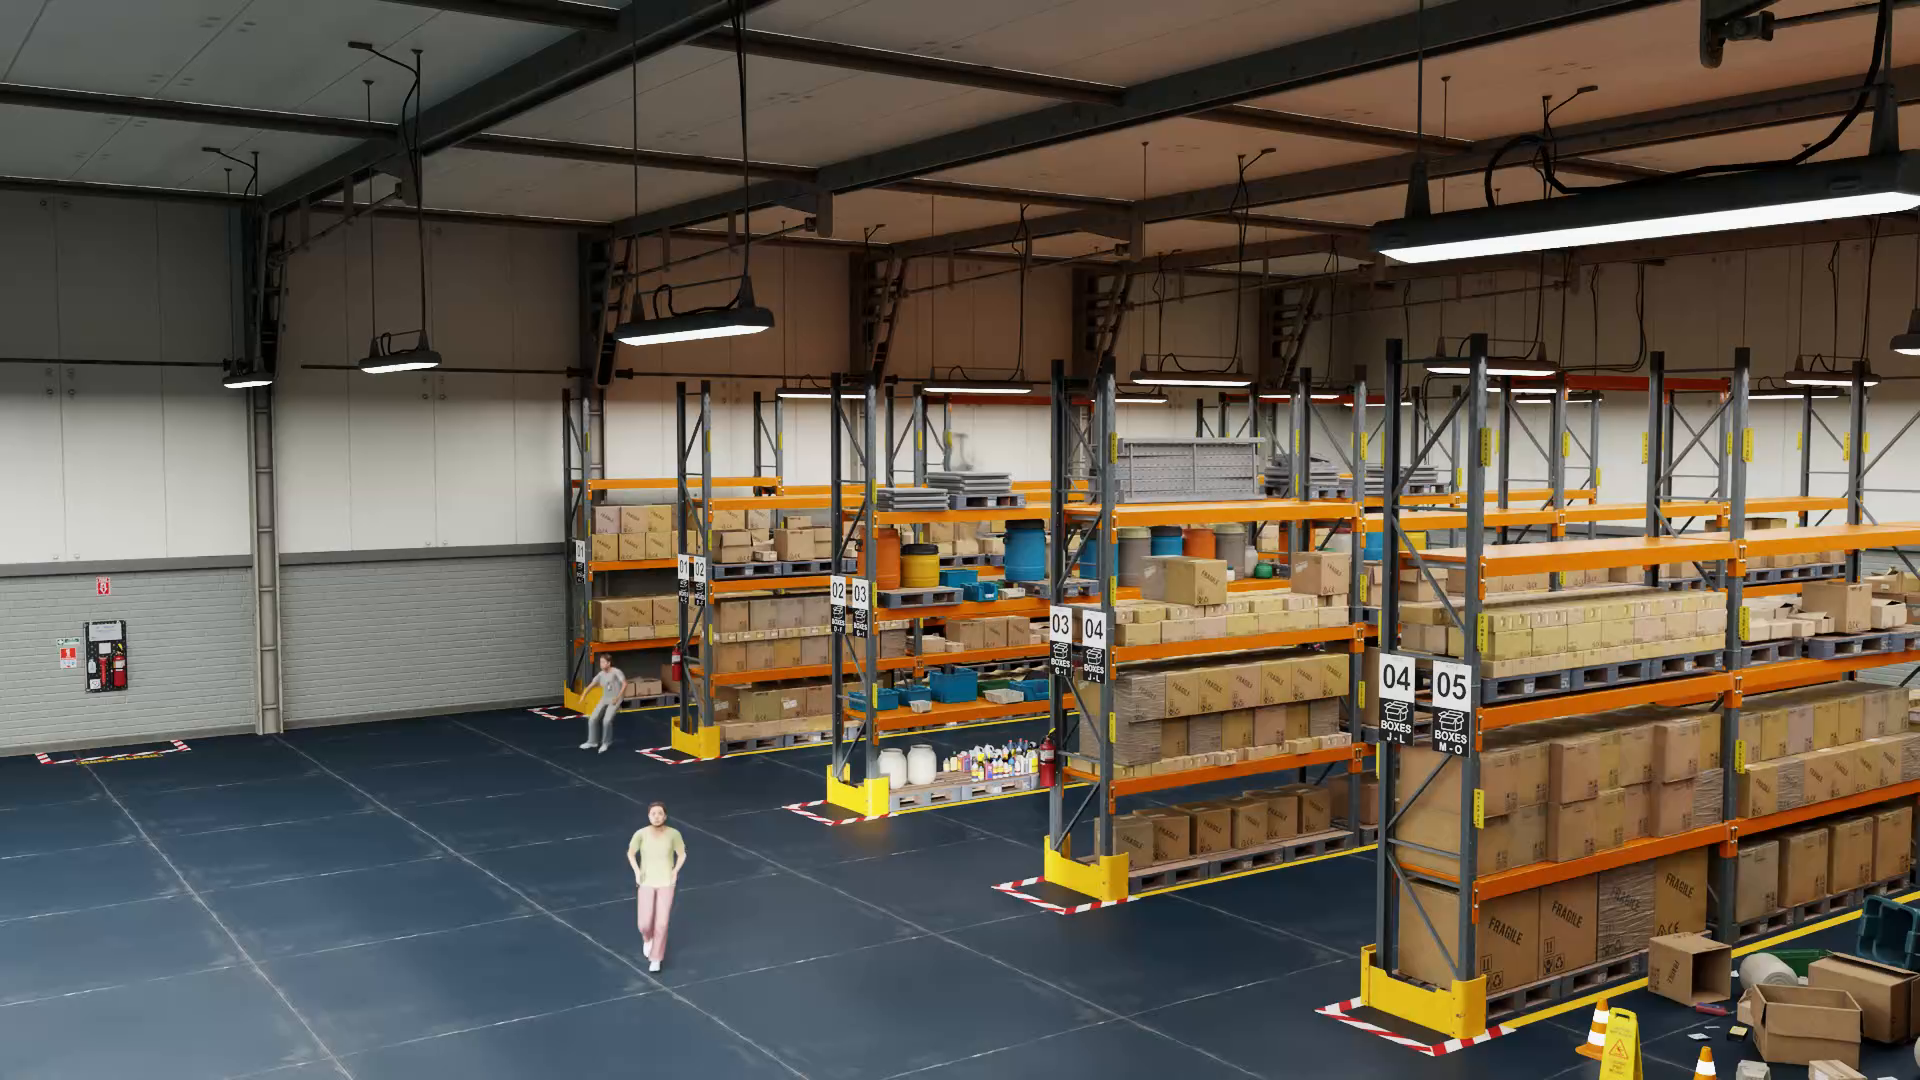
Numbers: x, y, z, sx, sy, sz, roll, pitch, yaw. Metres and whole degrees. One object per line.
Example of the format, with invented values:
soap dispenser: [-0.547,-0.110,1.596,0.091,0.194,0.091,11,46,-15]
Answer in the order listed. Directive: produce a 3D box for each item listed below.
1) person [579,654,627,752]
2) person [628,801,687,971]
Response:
person: [-5.822,2.649,27.098,0.825,1.595,0.484,2,4,22]
person: [-2.917,3.319,16.028,0.563,1.624,0.533,-1,4,-9]
